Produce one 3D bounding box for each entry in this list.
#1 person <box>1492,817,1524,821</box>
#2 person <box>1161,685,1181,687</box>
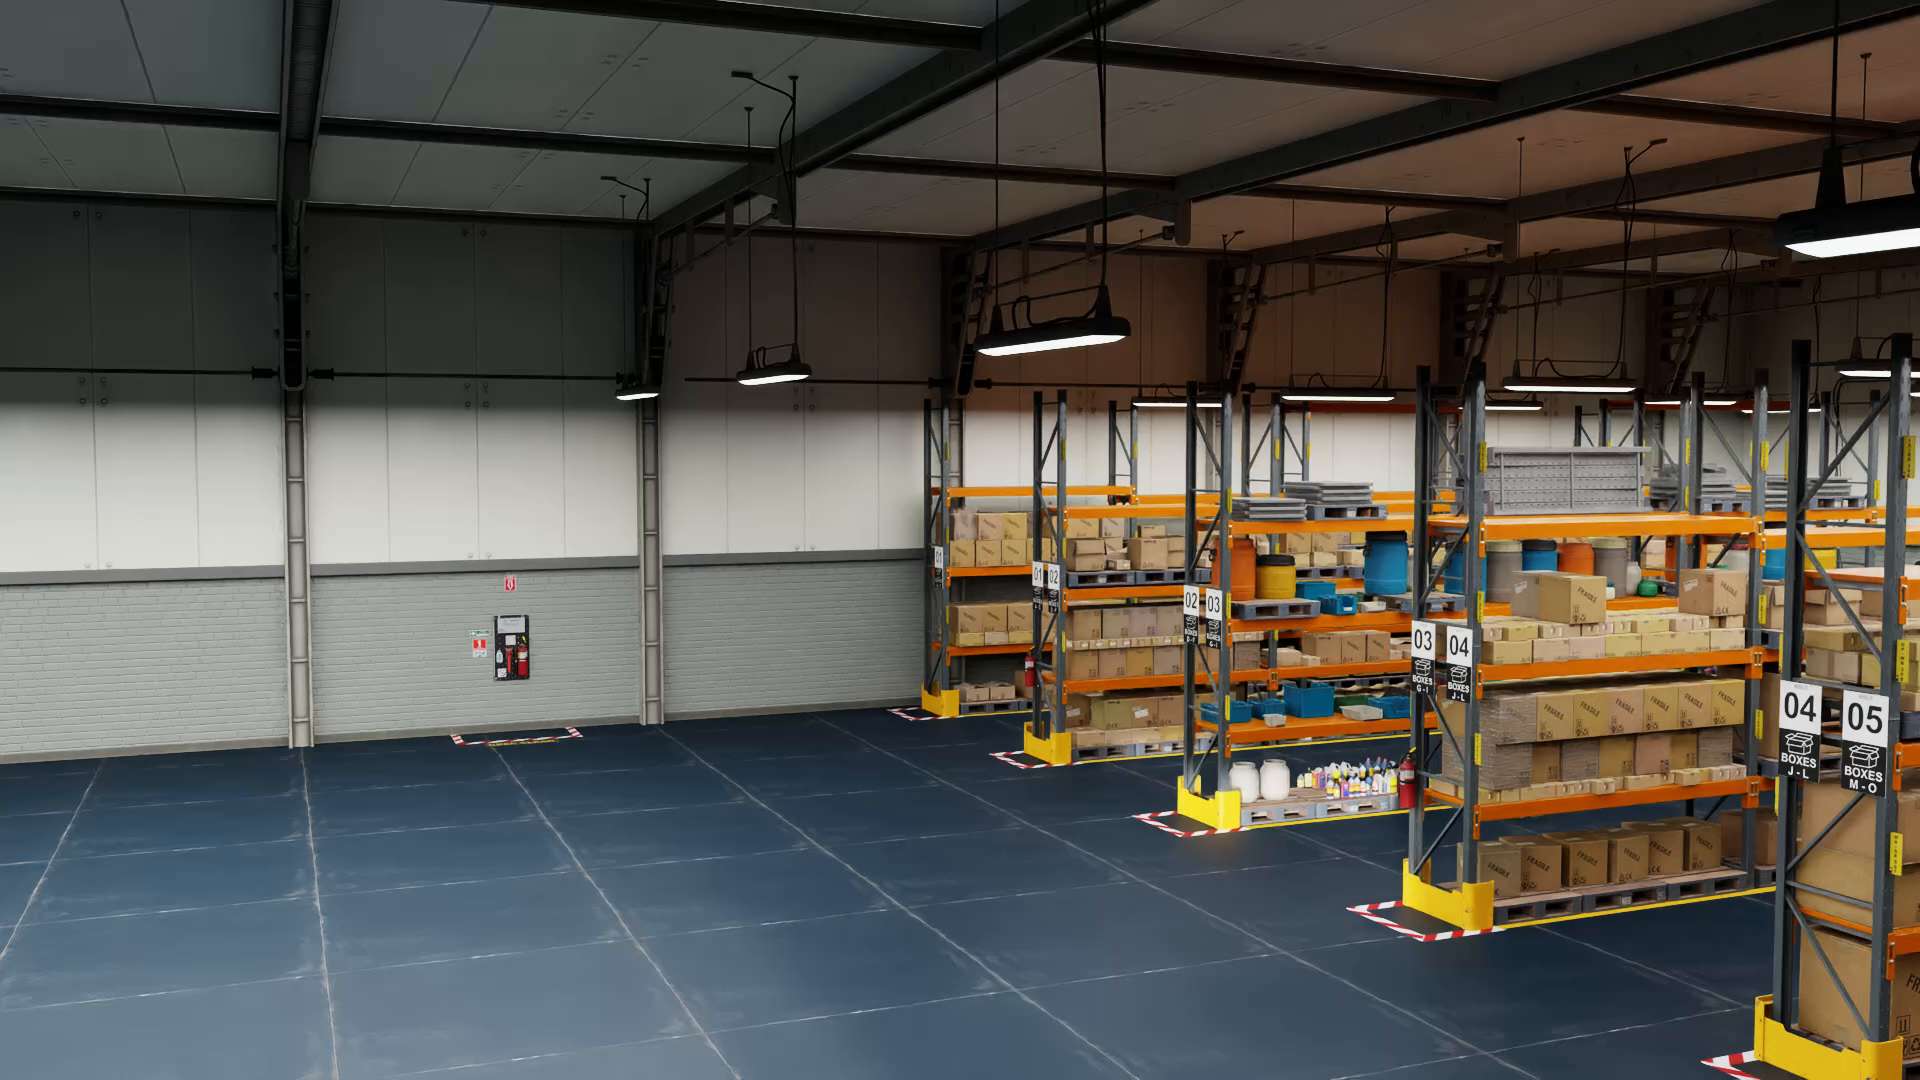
[{"bbox_3d":[7.537,3.037,22.747,0.539,1.629,0.453,-2,4,-26],"label":"person"},{"bbox_3d":[4.015,2.527,31.042,1.052,1.579,0.476,-2,4,-32],"label":"person"}]
